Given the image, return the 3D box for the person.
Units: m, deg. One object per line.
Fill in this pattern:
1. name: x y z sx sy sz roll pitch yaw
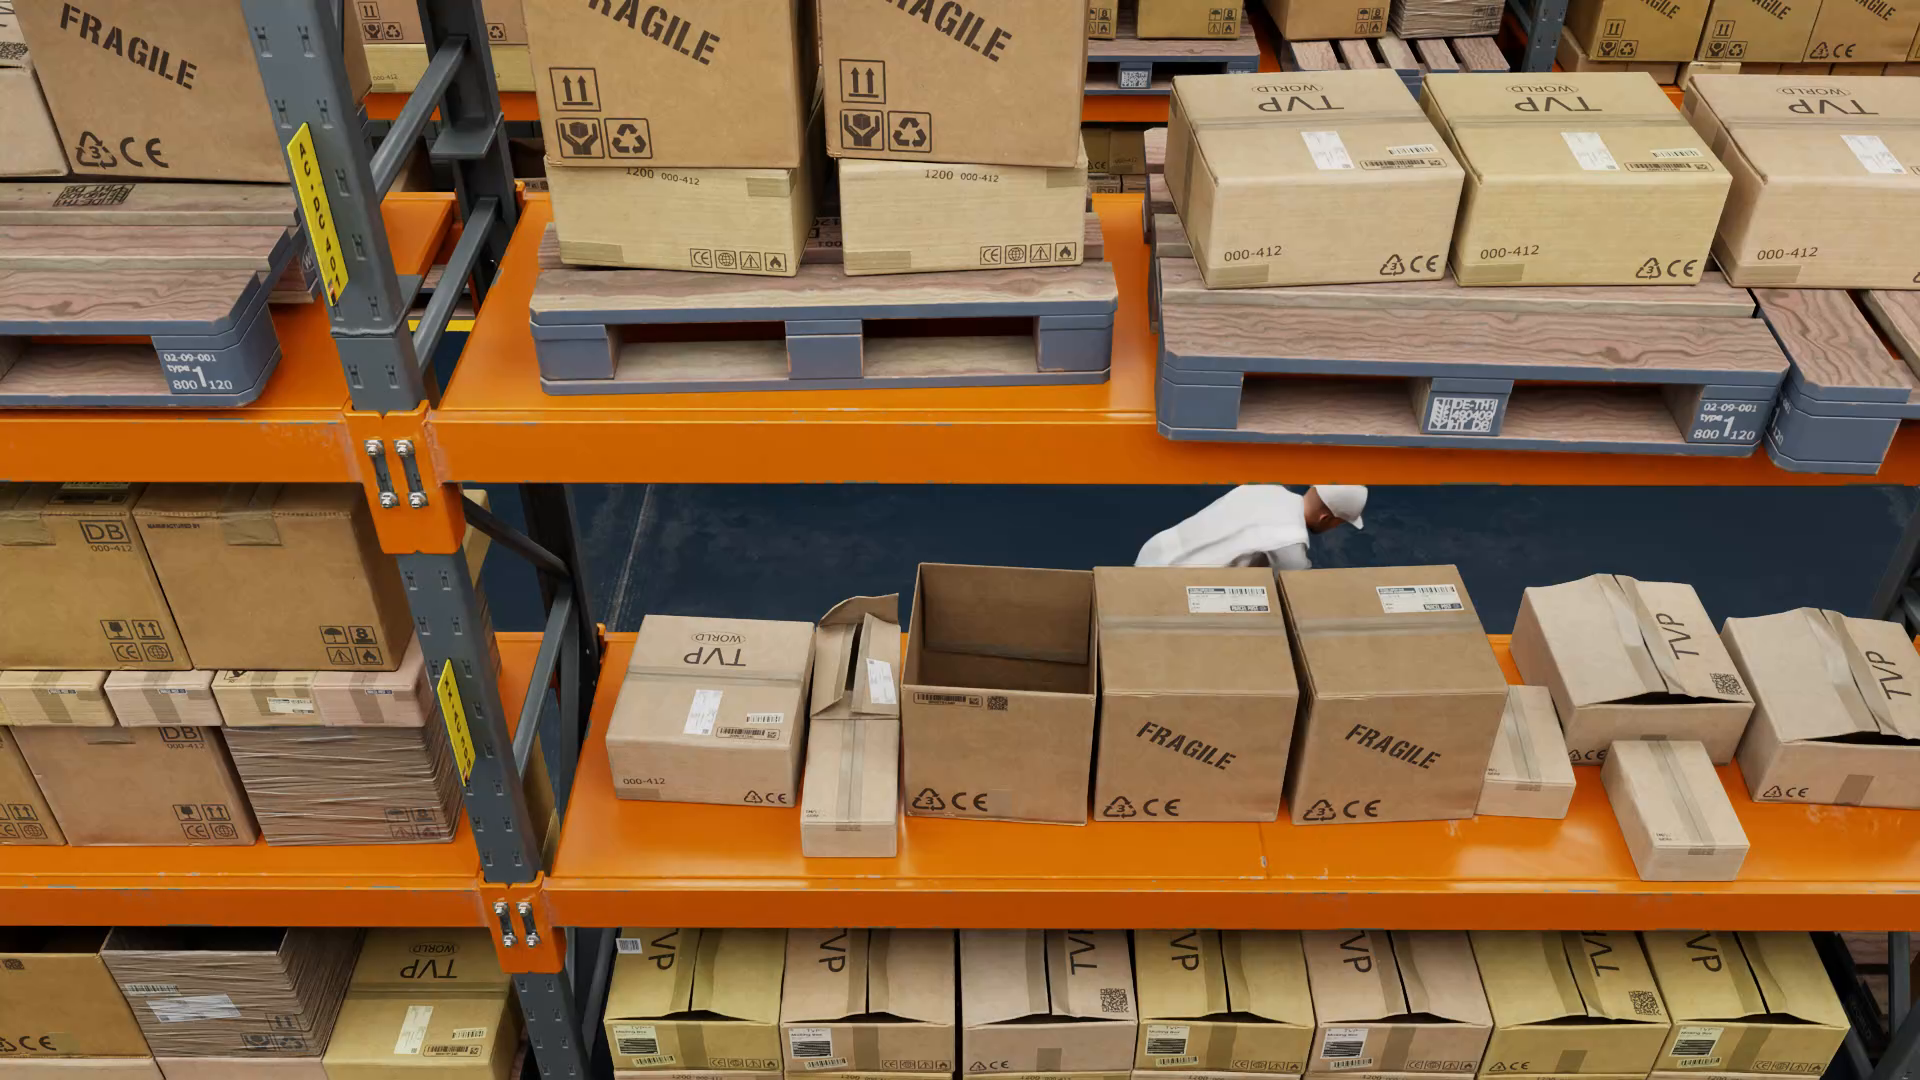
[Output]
1. person: 1.137 0.160 6.572 0.892 0.997 0.531 -1 39 -1
